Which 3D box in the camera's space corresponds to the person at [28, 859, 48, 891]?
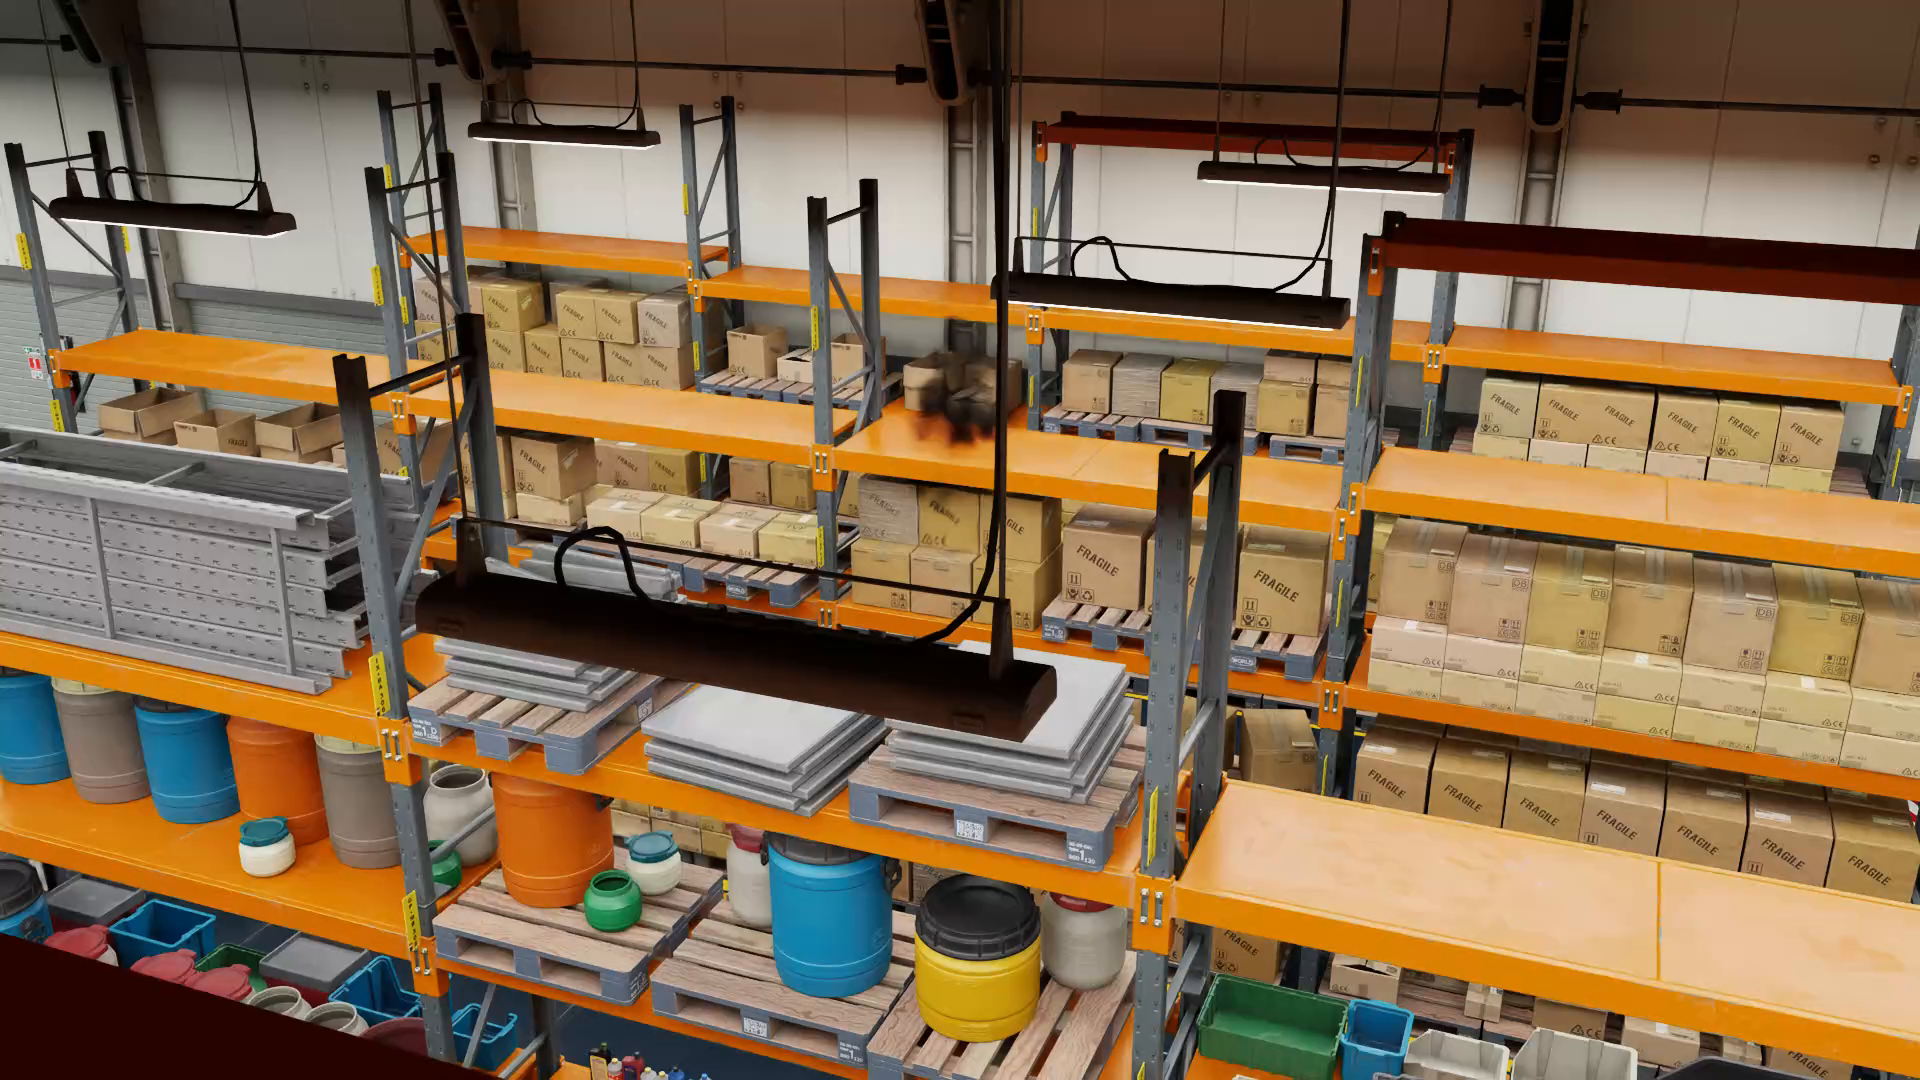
[{"bbox_3d":[-7.640,2.196,14.040,1.063,1.763,0.720,4,21,10],"label":"person"}]
